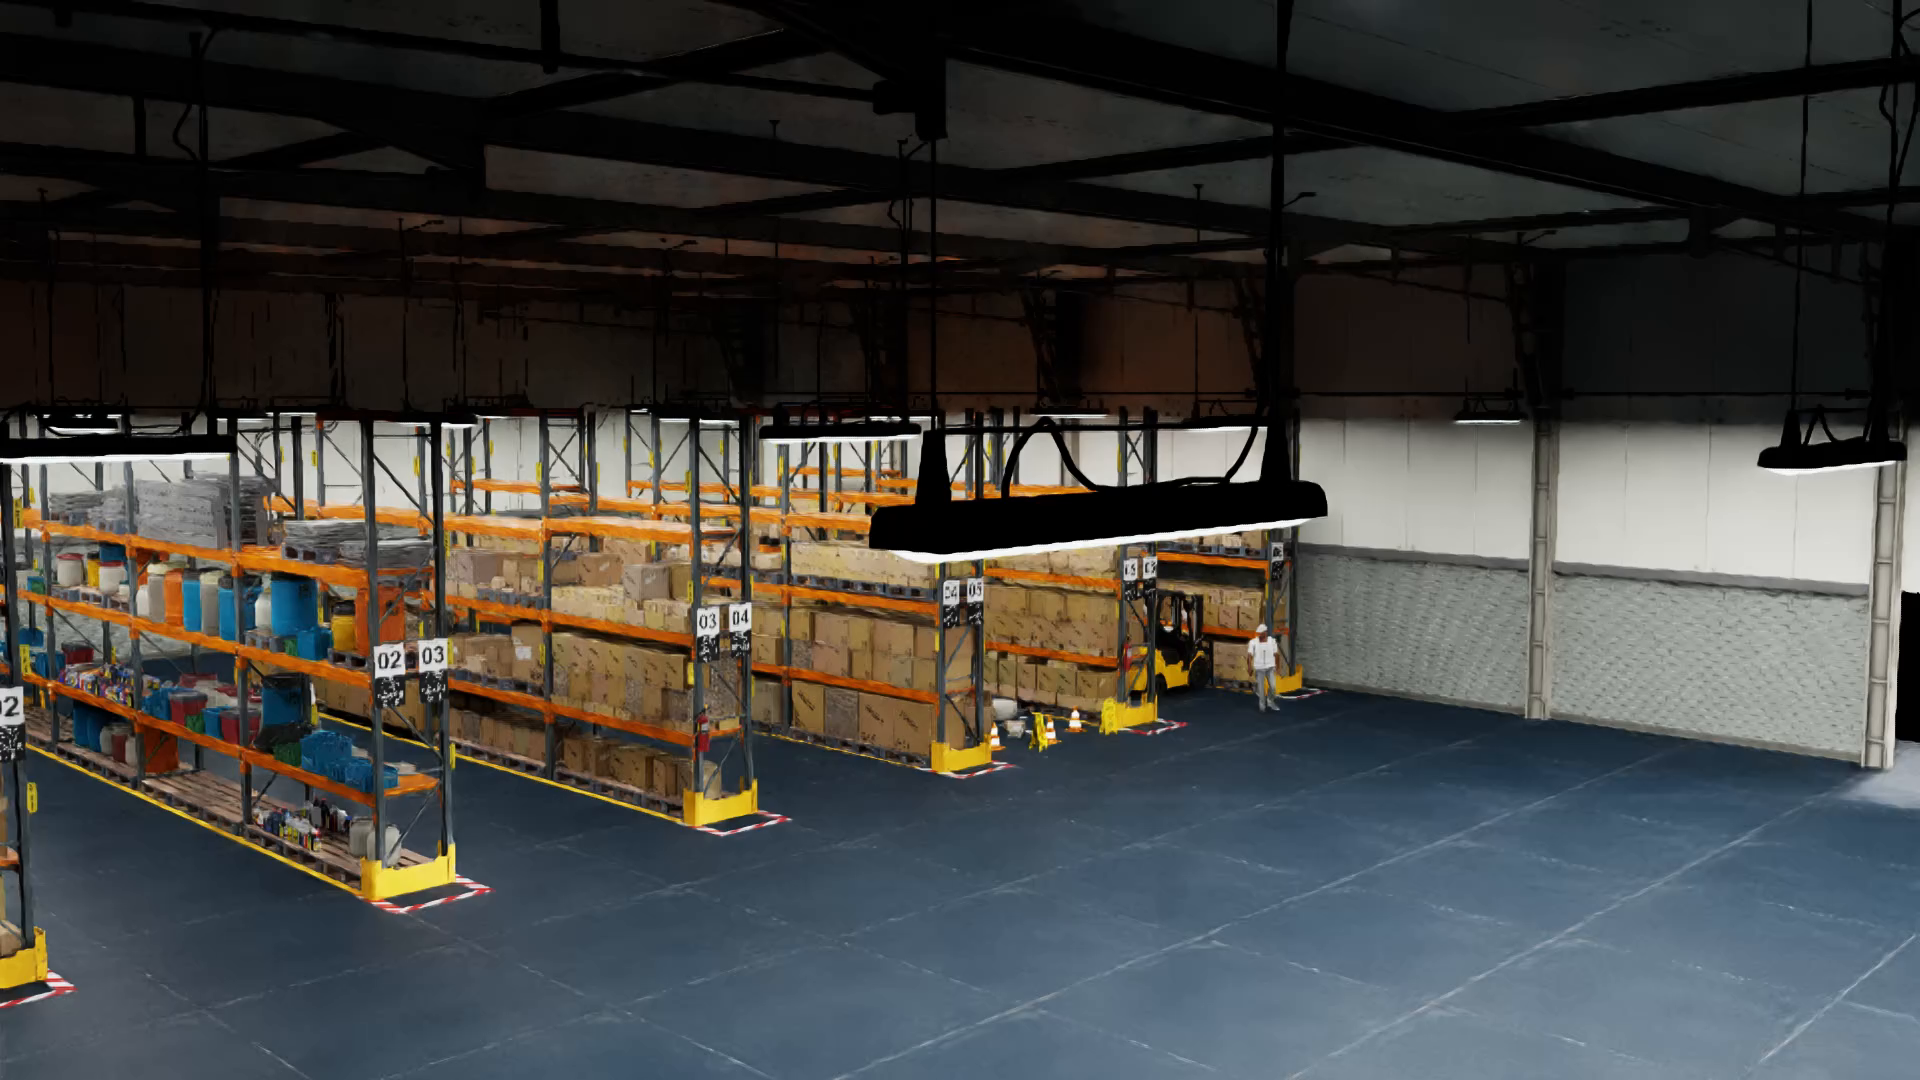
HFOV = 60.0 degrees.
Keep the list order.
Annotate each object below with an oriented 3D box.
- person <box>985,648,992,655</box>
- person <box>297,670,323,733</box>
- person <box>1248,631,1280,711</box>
[{"bbox_3d":[0.704,2.077,38.495,0.570,1.663,0.567,-2,5,-19],"label":"person"},{"bbox_3d":[-11.278,2.997,28.674,0.458,1.594,0.407,1,5,16],"label":"person"},{"bbox_3d":[6.037,2.543,33.022,0.651,1.721,0.451,1,5,6],"label":"person"}]
